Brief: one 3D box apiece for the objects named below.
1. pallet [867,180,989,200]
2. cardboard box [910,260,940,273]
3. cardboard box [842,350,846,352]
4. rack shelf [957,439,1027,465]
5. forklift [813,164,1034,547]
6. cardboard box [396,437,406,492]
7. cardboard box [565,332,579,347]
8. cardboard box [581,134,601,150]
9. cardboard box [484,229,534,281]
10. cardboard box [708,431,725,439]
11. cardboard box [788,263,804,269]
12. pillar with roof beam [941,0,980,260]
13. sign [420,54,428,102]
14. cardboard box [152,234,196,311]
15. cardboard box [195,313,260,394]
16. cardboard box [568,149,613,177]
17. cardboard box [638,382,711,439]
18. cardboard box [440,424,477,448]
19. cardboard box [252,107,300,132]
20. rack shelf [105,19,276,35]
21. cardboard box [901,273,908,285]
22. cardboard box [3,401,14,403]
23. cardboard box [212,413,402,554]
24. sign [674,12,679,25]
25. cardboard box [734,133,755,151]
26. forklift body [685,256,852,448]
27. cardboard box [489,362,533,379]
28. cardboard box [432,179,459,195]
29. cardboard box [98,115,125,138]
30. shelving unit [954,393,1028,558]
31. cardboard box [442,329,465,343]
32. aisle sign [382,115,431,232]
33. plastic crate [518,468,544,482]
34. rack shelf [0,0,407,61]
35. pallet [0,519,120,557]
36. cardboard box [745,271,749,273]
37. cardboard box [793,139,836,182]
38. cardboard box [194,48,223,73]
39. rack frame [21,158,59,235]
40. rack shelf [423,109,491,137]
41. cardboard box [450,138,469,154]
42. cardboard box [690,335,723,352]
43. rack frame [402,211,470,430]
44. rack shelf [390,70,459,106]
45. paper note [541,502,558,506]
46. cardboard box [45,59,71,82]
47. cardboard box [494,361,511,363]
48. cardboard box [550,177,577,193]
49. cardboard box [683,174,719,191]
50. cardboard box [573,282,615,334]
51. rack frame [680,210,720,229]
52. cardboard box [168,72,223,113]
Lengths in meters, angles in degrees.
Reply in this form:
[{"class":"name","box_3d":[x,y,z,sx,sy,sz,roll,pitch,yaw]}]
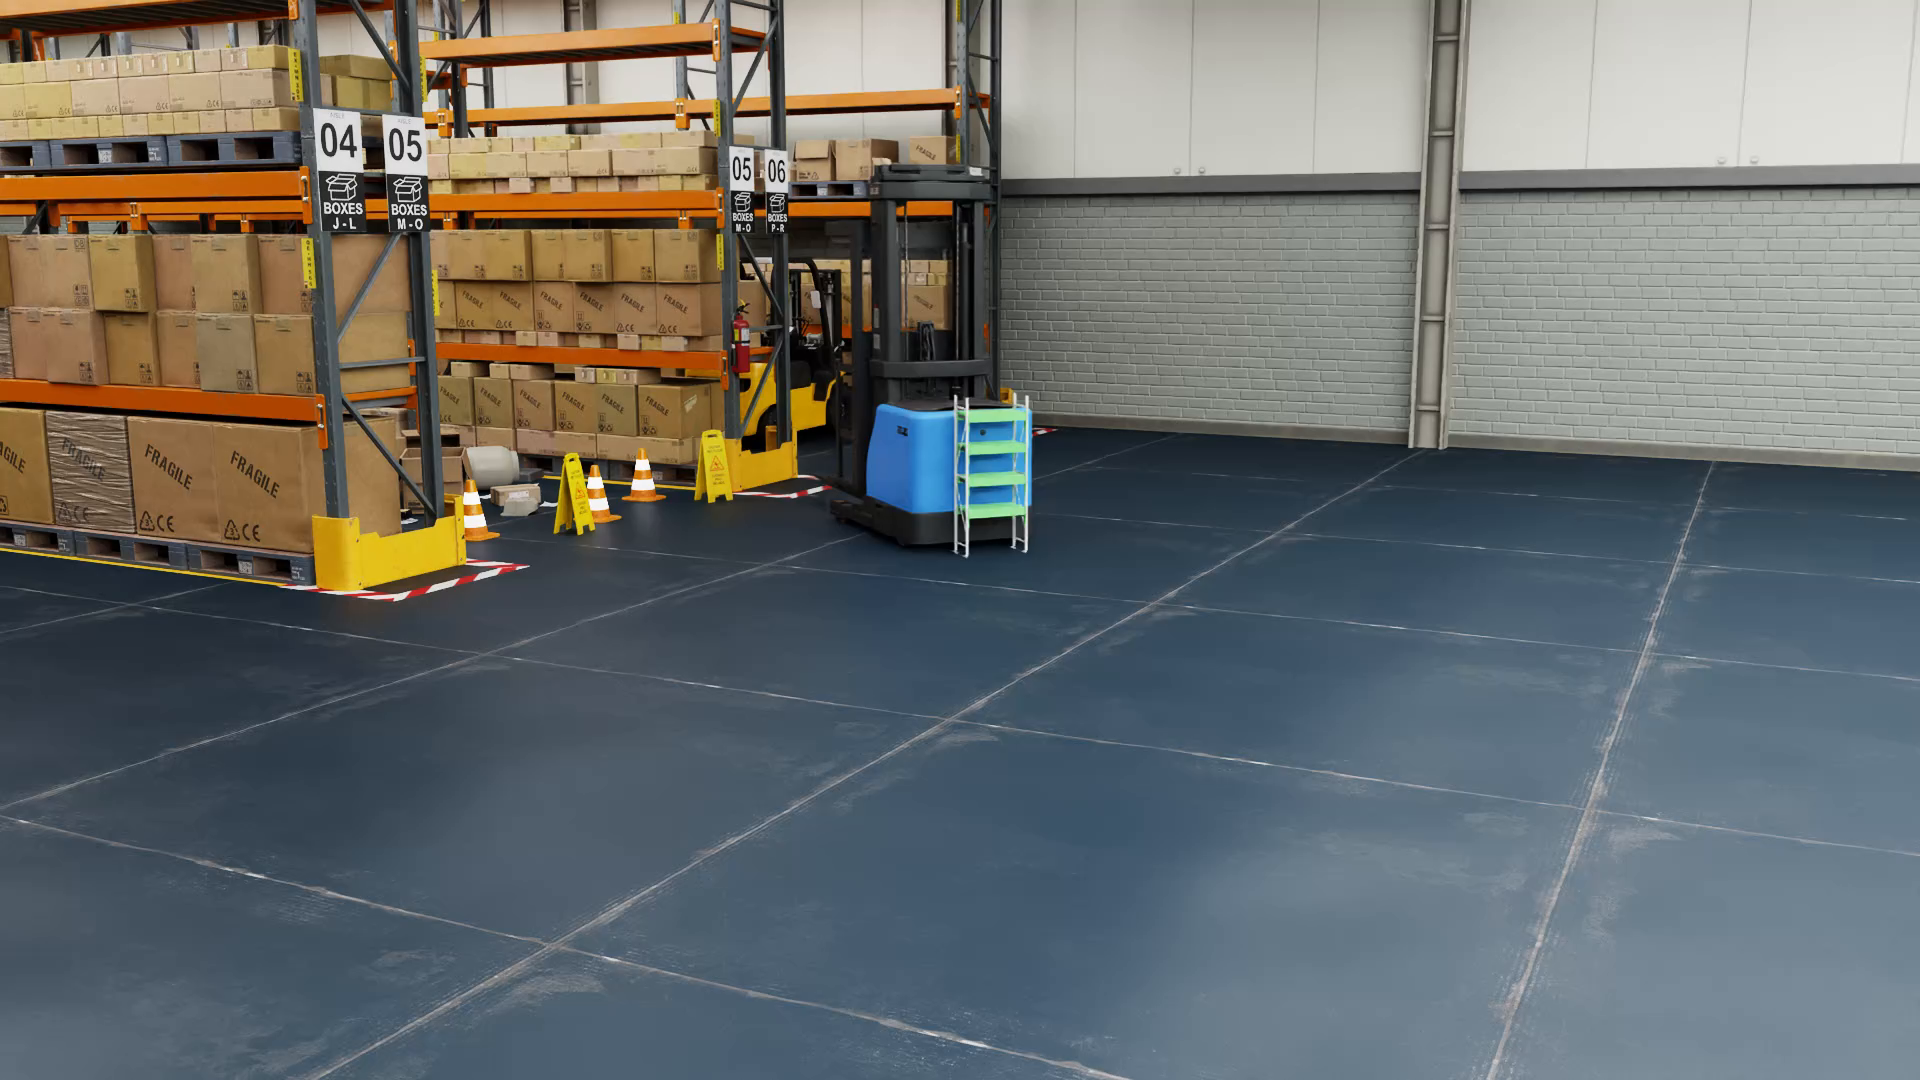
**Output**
[{"class":"pallet","box_3d":[-0.387,-4.314,20.472,1.213,0.211,1.003,5,11,26]},{"class":"cardboard box","box_3d":[-0.414,-3.346,20.357,0.250,0.149,0.380,5,11,26]},{"class":"cardboard box","box_3d":[-1.684,-2.273,21.099,0.500,0.250,0.500,5,11,25]},{"class":"rack shelf","box_3d":[0.235,-0.666,12.554,0.480,0.148,0.258,-4,11,-22]},{"class":"forklift","box_3d":[-0.463,-1.614,13.917,1.130,2.935,3.031,-4,11,-22]},{"class":"cardboard box","box_3d":[-5.495,-0.674,15.159,0.503,0.637,0.797,5,11,26]},{"class":"cardboard box","box_3d":[-3.749,-2.024,16.698,0.250,0.149,0.380,5,11,26]},{"class":"cardboard box","box_3d":[-3.486,-3.870,16.236,0.250,0.149,0.380,5,11,24]},{"class":"cardboard box","box_3d":[-4.359,-2.875,16.768,0.500,0.500,0.700,5,11,25]},{"class":"cardboard box","box_3d":[-2.558,-0.990,16.821,0.500,0.250,0.500,5,11,25]},{"class":"cardboard box","box_3d":[-2.006,-3.491,21.157,0.250,0.149,0.380,5,11,26]},{"class":"pillar with roof beam","box_3d":[-1.895,-5.285,17.166,0.400,9.000,9.100,5,11,26]},{"class":"sign","box_3d":[-3.806,-3.264,11.741,0.005,0.325,0.100,5,11,26]},{"class":"cardboard box","box_3d":[-5.349,-1.965,12.214,0.550,0.550,0.875,5,11,26]},{"class":"cardboard box","box_3d":[-4.912,-1.366,11.935,0.550,0.550,0.875,5,11,26]},{"class":"cardboard box","box_3d":[-3.453,-3.655,16.165,0.500,0.250,0.500,5,12,27]},{"class":"cardboard box","box_3d":[-2.791,-1.273,16.278,0.500,0.500,0.500,5,11,26]},{"class":"cardboard box","box_3d":[-5.135,-1.108,17.472,0.500,0.250,0.500,4,11,23]},{"class":"cardboard box","box_3d":[-4.505,-2.811,11.161,0.250,0.149,0.380,5,11,26]},{"class":"rack shelf","box_3d":[-12.319,-8.159,25.730,4.000,0.370,1.077,5,11,26]},{"class":"cardboard box","box_3d":[-0.647,-3.219,20.489,0.250,0.149,0.380,5,12,27]},{"class":"cardboard box","box_3d":[-11.314,-2.030,20.809,0.875,0.875,0.875,5,12,27]},{"class":"cardboard box","box_3d":[-4.694,-0.434,11.995,0.875,0.875,0.875,5,11,26]},{"class":"sign","box_3d":[-3.581,-6.500,21.033,0.005,0.325,0.100,5,11,26]},{"class":"cardboard box","box_3d":[-2.186,-3.834,16.037,0.250,0.149,0.380,5,11,25]},{"class":"forklift body","box_3d":[-2.272,-2.262,19.692,1.214,2.155,2.313,5,11,26]},{"class":"cardboard box","box_3d":[-4.587,-1.737,17.018,0.250,0.149,0.380,6,12,28]},{"class":"cardboard box","box_3d":[-5.164,-3.603,16.997,0.250,0.149,0.380,5,11,26]},{"class":"cardboard box","box_3d":[-5.872,-2.931,11.825,0.250,0.149,0.380,5,11,27]},{"class":"shelving unit","box_3d":[0.235,-0.493,12.585,0.503,1.200,0.258,-4,11,-22]},{"class":"cardboard box","box_3d":[-5.154,-2.133,17.298,0.250,0.149,0.380,5,12,27]},{"class":"aisle sign","box_3d":[-3.860,-2.552,11.609,0.004,0.787,0.394,5,11,26]},{"class":"plastic crate","box_3d":[-4.499,-0.653,16.613,0.583,0.080,0.402,1,10,6]},{"class":"rack shelf","box_3d":[-5.850,-3.789,12.042,4.000,0.370,1.077,5,11,26]},{"class":"pallet","box_3d":[-6.997,-0.101,13.196,1.213,0.211,1.003,5,11,26]},{"class":"cardboard box","box_3d":[-2.703,-3.402,21.504,0.250,0.149,0.380,5,11,26]},{"class":"cardboard box","box_3d":[-1.651,-4.750,20.878,0.637,0.503,0.797,5,12,28]},{"class":"cardboard box","box_3d":[-4.962,-3.244,11.313,0.250,0.149,0.380,5,12,27]},{"class":"rack frame","box_3d":[-7.644,-1.546,13.348,0.127,3.000,1.000,5,11,26]},{"class":"rack shelf","box_3d":[-8.732,-6.011,24.320,4.000,0.370,1.077,5,11,26]},{"class":"cardboard box","box_3d":[-4.927,-3.974,16.809,0.250,0.149,0.380,5,11,24]},{"class":"cardboard box","box_3d":[-2.387,-1.901,16.015,0.250,0.149,0.380,5,12,28]},{"class":"rack frame","box_3d":[-5.544,-2.344,17.760,0.127,3.000,1.000,5,11,26]},{"class":"rack shelf","box_3d":[-7.338,-4.903,18.196,4.000,0.370,1.077,5,11,26]},{"class":"paper note","box_3d":[-3.686,-0.325,14.938,0.142,0.019,0.148,1,10,6]},{"class":"cardboard box","box_3d":[-6.326,-3.363,11.974,0.250,0.149,0.380,5,11,26]},{"class":"cardboard box","box_3d":[-6.385,-2.439,23.774,0.625,0.625,0.875,5,12,28]},{"class":"cardboard box","box_3d":[-3.798,-3.479,16.312,0.250,0.149,0.380,5,11,25]},{"class":"cardboard box","box_3d":[-2.401,-3.365,15.682,0.250,0.149,0.380,5,11,26]},{"class":"cardboard box","box_3d":[-3.460,-2.304,16.419,0.500,0.500,0.500,5,11,26]},{"class":"rack frame","box_3d":[-3.351,-3.137,22.142,0.127,3.000,1.000,5,11,26]},{"class":"cardboard box","box_3d":[-5.068,-3.068,11.465,0.500,0.250,0.500,5,11,26]}]
